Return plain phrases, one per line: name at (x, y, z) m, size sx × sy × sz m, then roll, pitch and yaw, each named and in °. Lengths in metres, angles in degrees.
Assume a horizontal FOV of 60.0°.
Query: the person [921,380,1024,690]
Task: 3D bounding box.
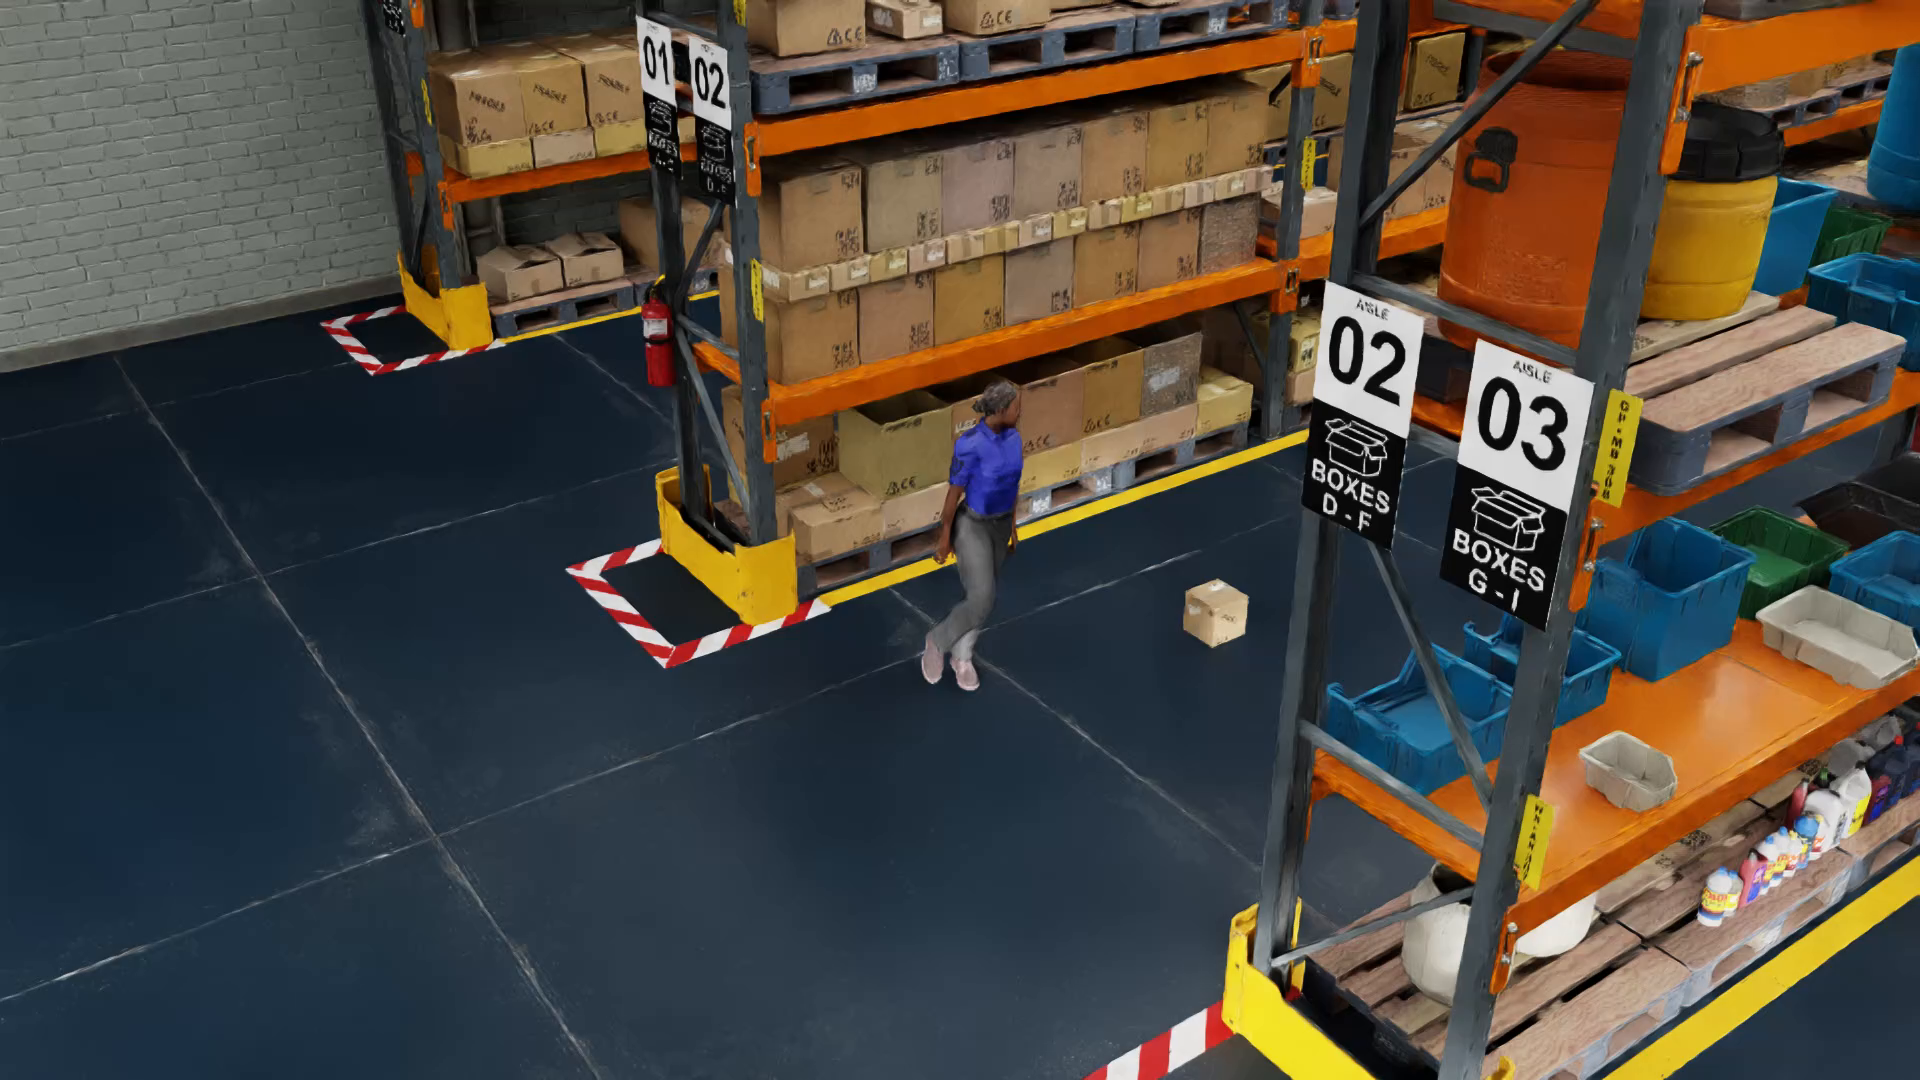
person at (0.112, 0.002, 8.610) m, size 0.664 × 1.650 × 0.427 m, roll -24°, pitch 37°, yaw -36°
